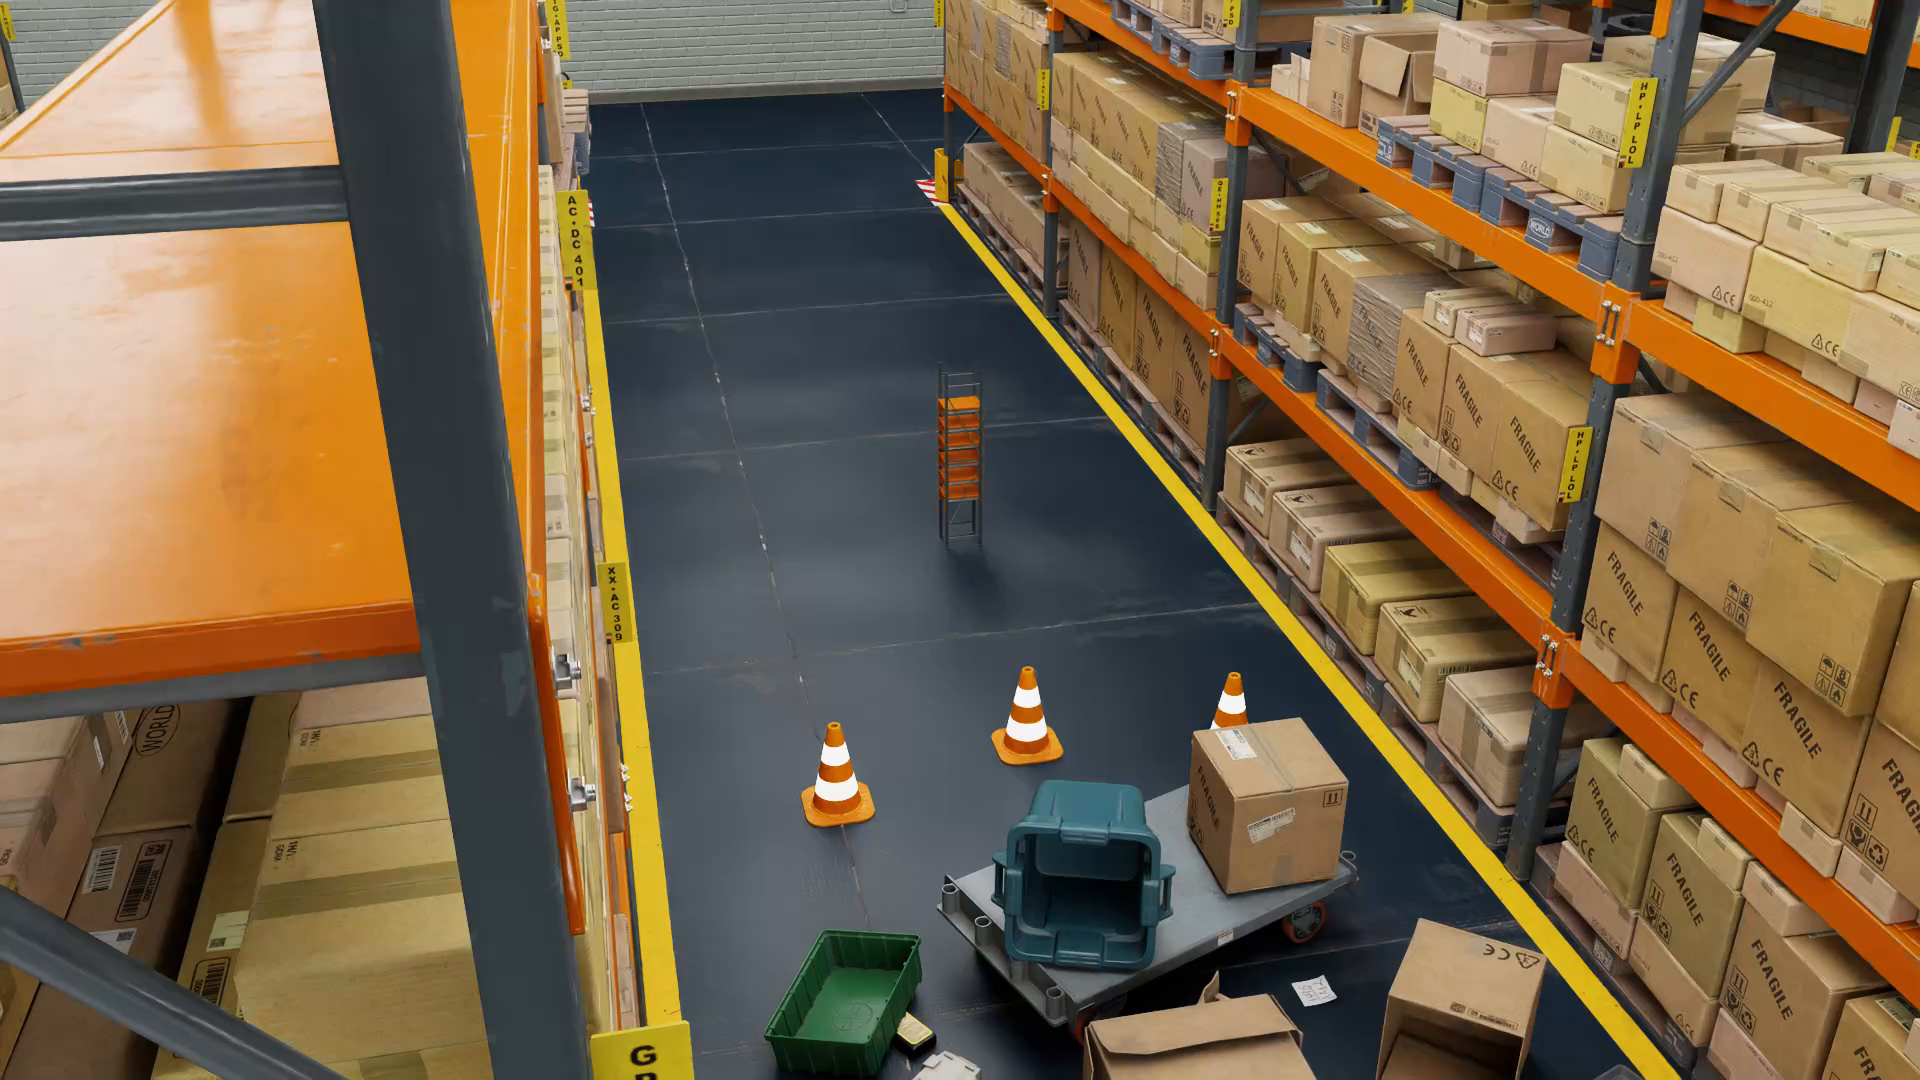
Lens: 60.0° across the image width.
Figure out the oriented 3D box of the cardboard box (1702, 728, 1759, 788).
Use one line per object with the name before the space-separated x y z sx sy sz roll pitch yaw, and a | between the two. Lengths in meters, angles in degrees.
cardboard box | 3.008 0.772 6.171 0.380 0.149 0.250 -5 27 -10

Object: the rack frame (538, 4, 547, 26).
rack frame | -2.671 -3.730 8.153 1.000 3.000 0.127 -6 27 -12

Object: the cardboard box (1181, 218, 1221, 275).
cardboard box | 1.773 -1.942 10.880 0.500 0.250 0.500 -6 27 -12

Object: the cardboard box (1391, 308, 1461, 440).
cardboard box | 2.480 -0.832 8.162 0.500 0.500 0.500 -5 27 -10

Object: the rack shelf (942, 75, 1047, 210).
rack shelf | 0.777 -3.911 15.969 1.077 0.370 4.000 -6 27 -12

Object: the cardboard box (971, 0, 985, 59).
cardboard box | 0.404 -4.911 15.930 0.500 0.500 0.500 -6 27 -12

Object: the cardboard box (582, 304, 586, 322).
cardboard box | -3.341 -1.915 13.913 0.380 0.149 0.250 -7 28 -14

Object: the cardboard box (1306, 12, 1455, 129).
cardboard box | 2.333 -2.565 9.063 0.700 0.500 0.500 -6 27 -12

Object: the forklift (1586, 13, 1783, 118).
forklift | 4.955 -2.063 11.584 3.031 2.935 1.130 10 28 19

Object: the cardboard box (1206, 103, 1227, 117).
cardboard box | 2.034 -2.776 11.701 0.500 0.500 0.500 -5 27 -10

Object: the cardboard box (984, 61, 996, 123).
cardboard box | 0.522 -4.253 15.736 0.500 0.500 0.500 -5 27 -10

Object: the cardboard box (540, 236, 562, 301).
cardboard box | -1.207 -0.651 4.199 0.380 0.149 0.250 -5 27 -11

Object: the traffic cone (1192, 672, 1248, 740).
traffic cone | 1.387 0.888 8.478 0.336 0.463 0.334 -6 27 -12

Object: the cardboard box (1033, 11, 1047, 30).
cardboard box | 0.848 -4.475 14.347 0.380 0.149 0.250 -6 27 -12

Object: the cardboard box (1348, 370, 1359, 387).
cardboard box | 2.343 -0.919 9.055 0.380 0.149 0.250 -5 27 -10

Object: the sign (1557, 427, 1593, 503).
sign | 2.491 -0.302 6.733 0.100 0.325 0.005 -6 27 -12

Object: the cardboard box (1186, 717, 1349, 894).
cardboard box | 1.303 1.129 7.118 0.500 0.500 0.500 -6 27 -12

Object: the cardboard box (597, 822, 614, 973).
cardboard box | -0.747 0.597 2.612 0.380 0.149 0.250 -6 27 -11

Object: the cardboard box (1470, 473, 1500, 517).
cardboard box | 2.604 -0.233 7.696 0.380 0.149 0.250 -7 28 -13

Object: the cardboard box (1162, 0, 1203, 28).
cardboard box | 1.721 -3.585 10.618 0.700 0.500 0.500 -7 28 -14

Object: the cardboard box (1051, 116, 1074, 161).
cardboard box | 1.052 -3.289 13.549 0.500 0.250 0.500 -7 28 -13

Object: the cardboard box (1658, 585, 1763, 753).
cardboard box | 2.994 0.419 6.149 0.500 0.500 0.500 -6 27 -12

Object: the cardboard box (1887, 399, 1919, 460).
cardboard box | 3.067 -0.333 5.030 0.380 0.149 0.250 -6 28 -13

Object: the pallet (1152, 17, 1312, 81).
pallet | 1.932 -3.131 10.504 1.213 0.211 1.003 -5 27 -9

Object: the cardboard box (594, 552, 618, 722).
cardboard box | -1.626 0.402 6.514 0.500 0.500 0.500 -6 27 -11

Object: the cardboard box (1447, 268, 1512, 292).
cardboard box | 2.867 -1.105 8.703 0.500 0.500 0.500 -7 28 -14

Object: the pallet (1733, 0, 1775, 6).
pallet | 6.378 -4.367 12.953 1.213 0.211 1.003 -6 27 -12

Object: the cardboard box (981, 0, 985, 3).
cardboard box | 0.415 -5.136 15.657 0.380 0.149 0.250 -6 27 -11

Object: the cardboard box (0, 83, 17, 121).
cardboard box | -8.961 -3.984 15.151 0.500 0.250 0.500 -6 27 -12

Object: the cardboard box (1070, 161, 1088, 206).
cardboard box | 1.188 -2.841 13.215 0.500 0.250 0.500 -7 28 -13

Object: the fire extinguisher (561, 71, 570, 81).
fire extinguisher | -4.081 -4.520 16.876 0.296 0.674 0.183 -6 27 -12

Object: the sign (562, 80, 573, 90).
sign | -3.032 -3.382 12.837 0.100 0.325 0.005 -6 27 -12

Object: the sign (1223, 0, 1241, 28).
sign | 1.587 -3.151 9.673 0.100 0.325 0.005 -6 27 -12

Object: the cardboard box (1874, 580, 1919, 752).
cardboard box | 3.305 0.418 5.042 0.700 0.500 0.500 -6 27 -12

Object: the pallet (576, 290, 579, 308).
pallet | -2.935 -1.268 10.146 1.213 0.211 1.003 -6 27 -12

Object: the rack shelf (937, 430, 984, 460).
rack shelf | 0.003 -0.597 10.433 0.258 0.103 0.180 -6 27 -12

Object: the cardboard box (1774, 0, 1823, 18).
cardboard box | 6.385 -4.017 12.218 0.500 0.250 0.500 -6 27 -12

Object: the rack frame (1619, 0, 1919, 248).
rack frame | 3.031 -2.521 5.757 1.000 3.000 0.127 -6 27 -12

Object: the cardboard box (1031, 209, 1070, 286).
cardboard box | 1.191 -2.685 15.118 0.875 0.438 0.875 -6 27 -12

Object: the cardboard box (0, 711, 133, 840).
cardboard box | -1.387 0.310 2.295 0.380 0.149 0.250 -5 27 -11

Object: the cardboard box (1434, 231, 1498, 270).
cardboard box | 2.773 -1.563 8.892 0.380 0.149 0.250 -7 28 -14

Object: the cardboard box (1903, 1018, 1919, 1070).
cardboard box | 3.238 1.623 5.239 0.380 0.149 0.250 -5 27 -9

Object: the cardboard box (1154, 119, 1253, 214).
cardboard box | 1.634 -2.514 11.182 0.500 0.500 0.500 -5 27 -11

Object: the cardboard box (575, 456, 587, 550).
cardboard box | -1.087 -0.068 3.929 0.380 0.149 0.250 -6 27 -12

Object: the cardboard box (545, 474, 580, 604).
cardboard box | -0.861 0.020 2.869 0.380 0.149 0.250 -6 27 -12

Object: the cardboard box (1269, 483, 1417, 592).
cardboard box | 2.421 -0.041 9.952 0.950 0.372 0.625 -6 27 -13

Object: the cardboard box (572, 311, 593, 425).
cardboard box | -2.308 -0.926 9.144 0.500 0.500 0.500 -6 27 -12

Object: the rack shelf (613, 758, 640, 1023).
rack shelf | -1.319 1.904 4.448 1.077 0.370 4.000 -6 27 -12

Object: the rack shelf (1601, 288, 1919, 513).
rack shelf | 3.481 0.018 4.856 1.077 0.370 4.000 -6 27 -12

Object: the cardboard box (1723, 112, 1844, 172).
cardboard box | 3.290 -1.599 6.961 0.500 0.250 0.500 -7 28 -13

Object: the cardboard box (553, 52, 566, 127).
cardboard box | -2.143 -2.155 7.883 0.500 0.311 0.500 -6 27 -12

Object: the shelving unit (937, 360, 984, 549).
shelving unit | 0.003 -0.529 10.467 0.258 1.200 0.189 -6 27 -12

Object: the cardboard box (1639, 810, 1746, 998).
cardboard box | 3.033 1.383 6.434 0.500 0.500 0.500 -5 27 -10

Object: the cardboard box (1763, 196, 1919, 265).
cardboard box | 2.921 -1.026 5.519 0.380 0.149 0.250 -7 28 -13

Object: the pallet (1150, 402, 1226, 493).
pallet | 2.025 -0.707 11.917 1.003 0.211 1.213 -6 27 -12

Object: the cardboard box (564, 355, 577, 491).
cardboard box | -1.184 -0.301 3.947 0.500 0.250 0.500 -6 27 -12

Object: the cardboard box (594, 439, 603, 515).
cardboard box | -2.582 -0.460 10.640 0.500 0.500 0.500 -7 28 -14

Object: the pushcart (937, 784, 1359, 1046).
pushcart | 0.821 1.582 7.198 1.648 0.377 0.936 -16 31 -29
